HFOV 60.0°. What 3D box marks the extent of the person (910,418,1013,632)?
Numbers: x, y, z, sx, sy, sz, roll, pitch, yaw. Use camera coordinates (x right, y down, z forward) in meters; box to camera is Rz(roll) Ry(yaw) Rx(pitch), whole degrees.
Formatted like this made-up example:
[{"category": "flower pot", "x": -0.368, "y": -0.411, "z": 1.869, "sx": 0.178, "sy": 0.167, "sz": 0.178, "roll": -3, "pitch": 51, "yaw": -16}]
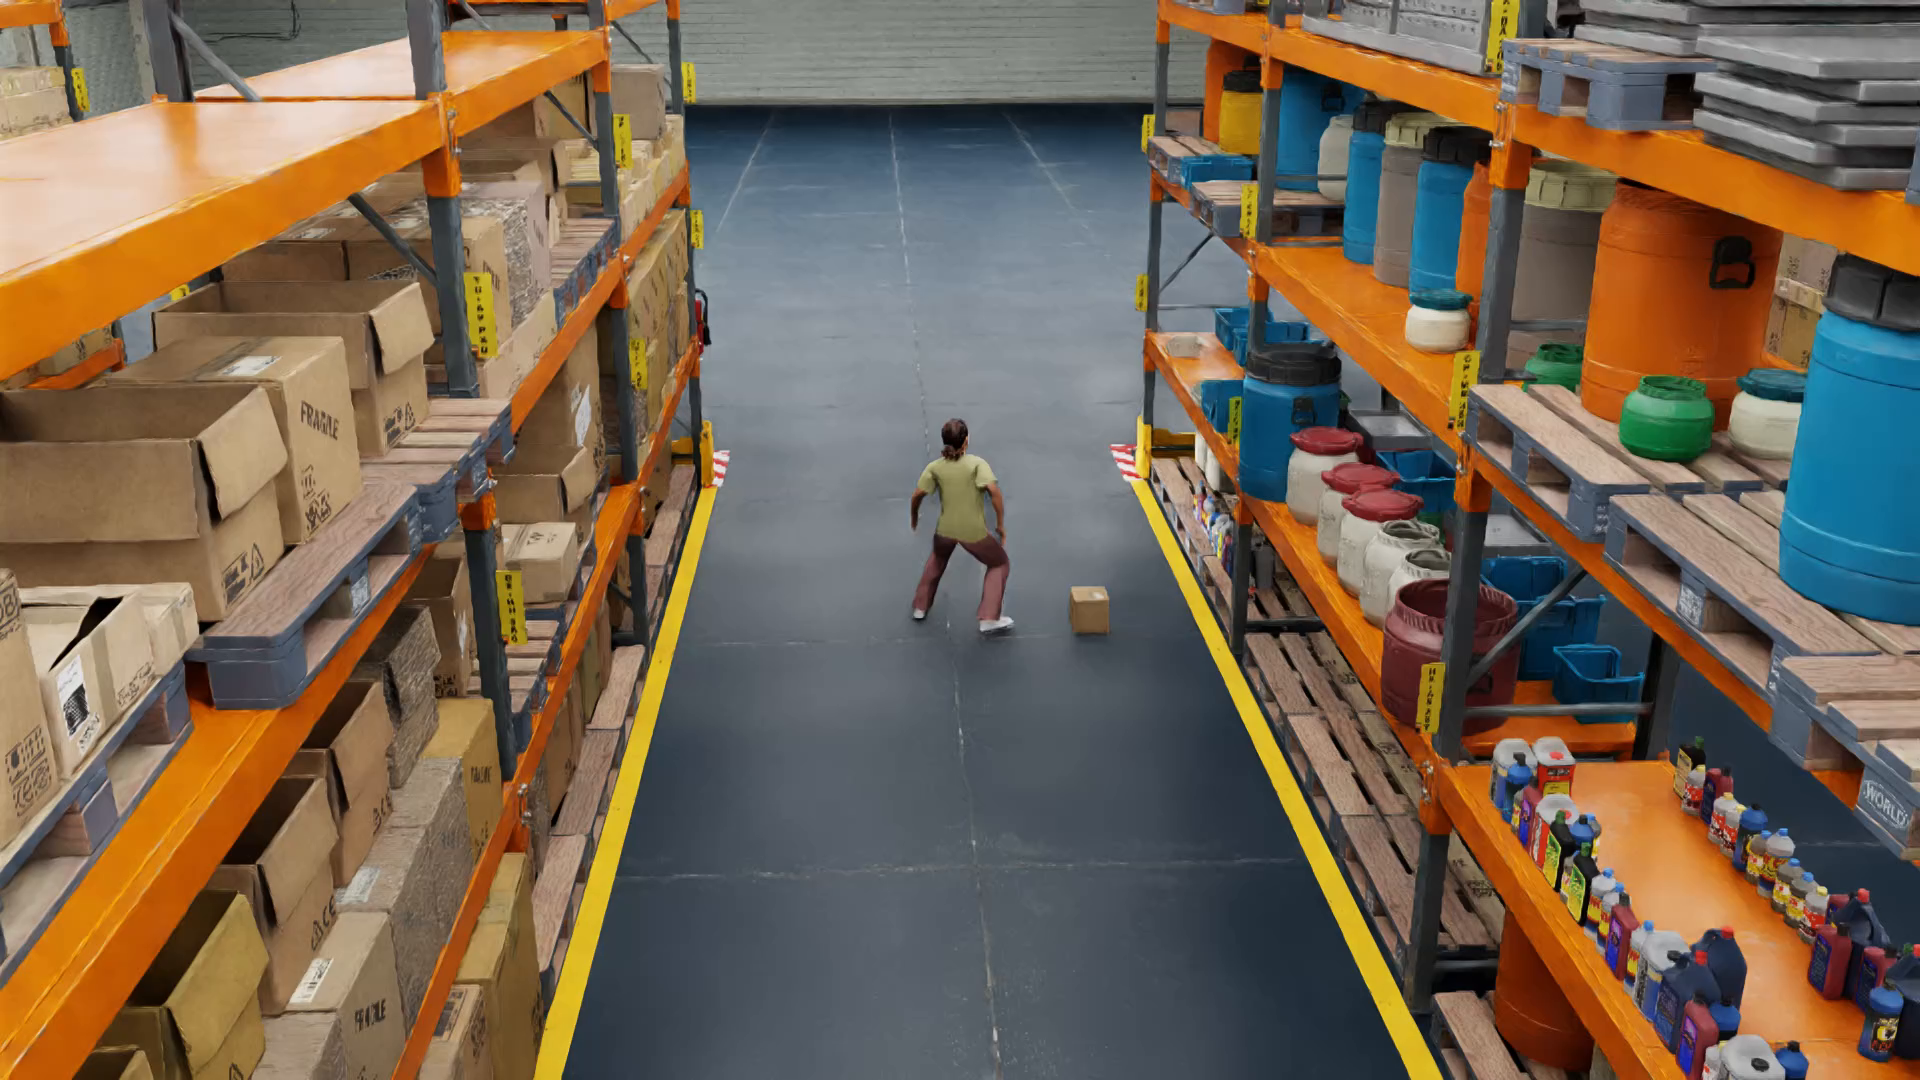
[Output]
[{"category": "person", "x": 0.001, "y": -0.123, "z": 11.627, "sx": 0.773, "sy": 1.530, "sz": 0.500, "roll": 8, "pitch": 22, "yaw": 19}]
